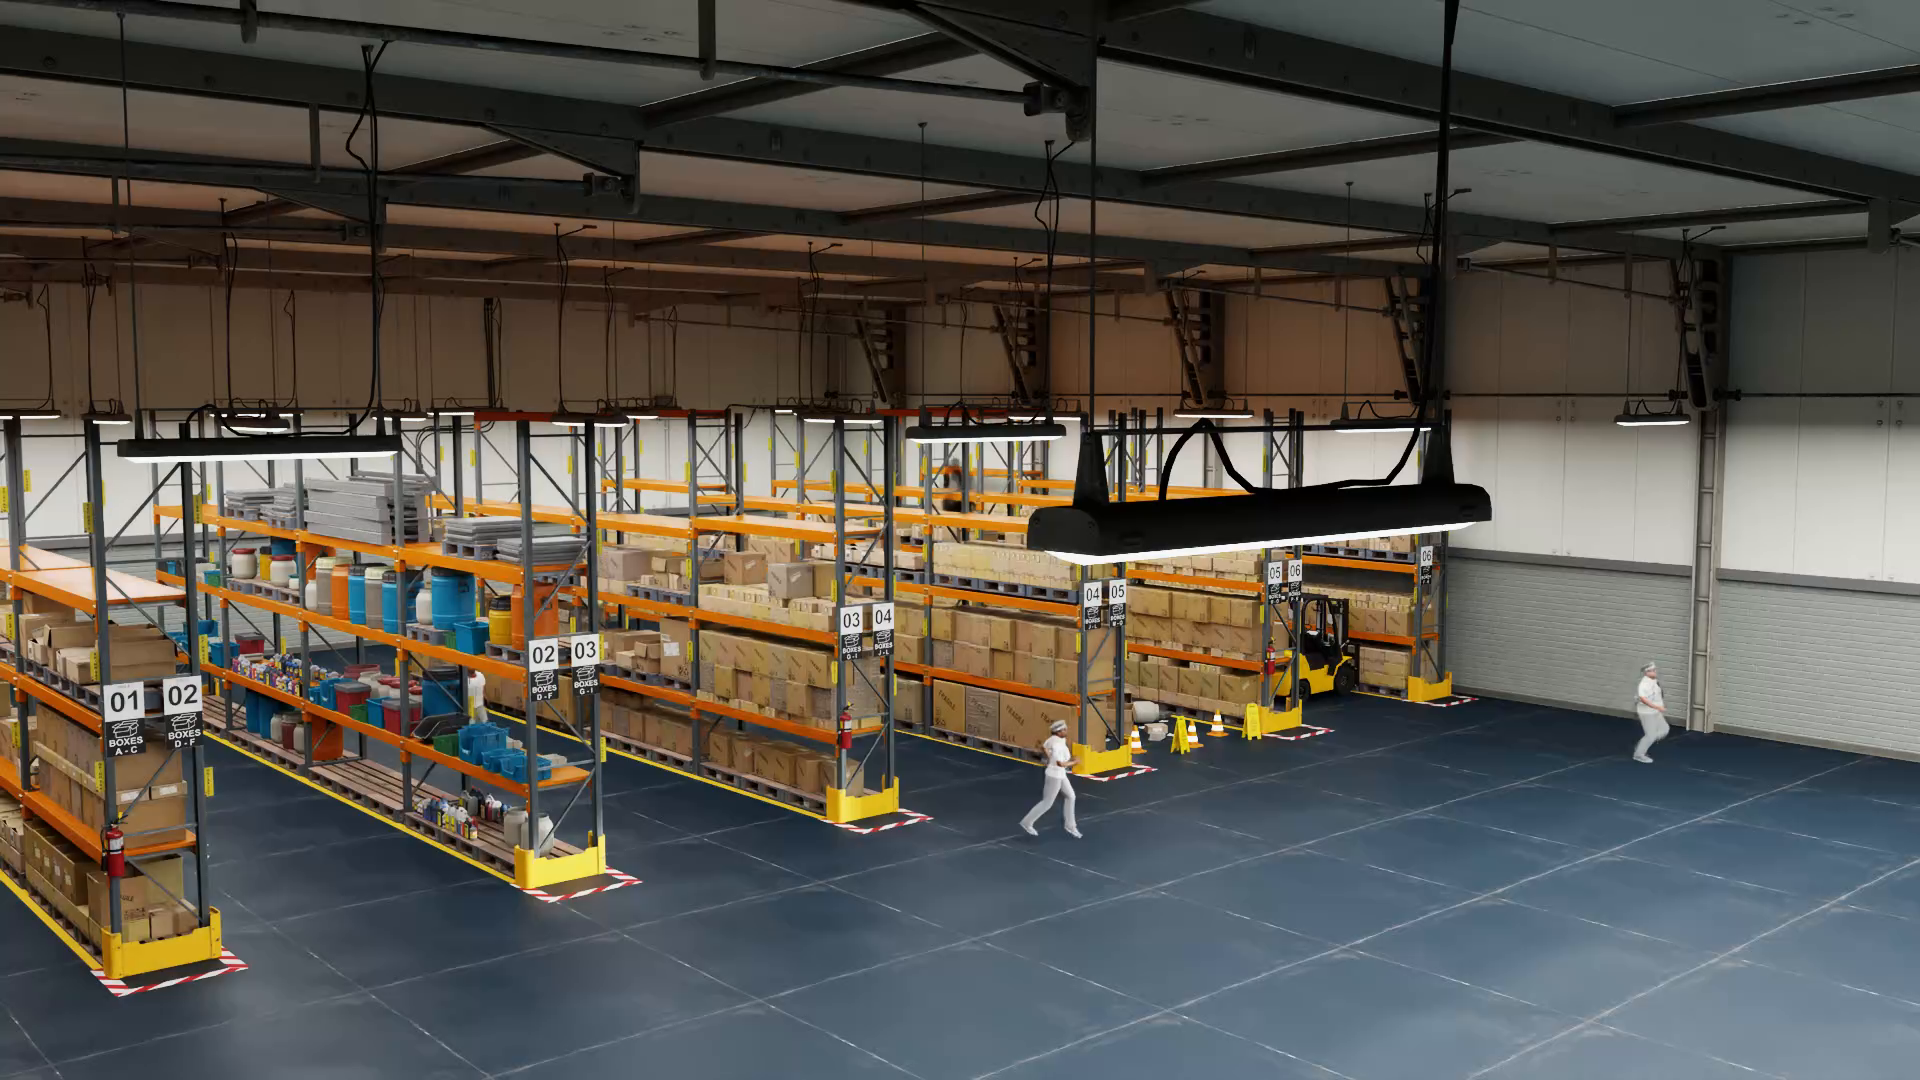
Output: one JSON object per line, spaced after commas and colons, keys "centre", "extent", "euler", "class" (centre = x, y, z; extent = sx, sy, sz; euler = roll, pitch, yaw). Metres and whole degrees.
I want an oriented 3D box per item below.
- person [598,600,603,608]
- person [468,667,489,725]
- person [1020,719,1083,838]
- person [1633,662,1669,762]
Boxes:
{"centre": [-8.851, 1.927, 41.215], "extent": [0.673, 1.565, 0.760], "euler": [-4, 6, -36], "class": "person"}
{"centre": [-8.526, 2.907, 29.136], "extent": [0.674, 1.721, 0.569], "euler": [-5, 7, -44], "class": "person"}
{"centre": [1.312, 3.406, 23.735], "extent": [0.896, 1.742, 0.587], "euler": [1, 5, 6], "class": "person"}
{"centre": [11.906, 2.952, 28.607], "extent": [0.551, 1.745, 0.657], "euler": [4, 6, 35], "class": "person"}
